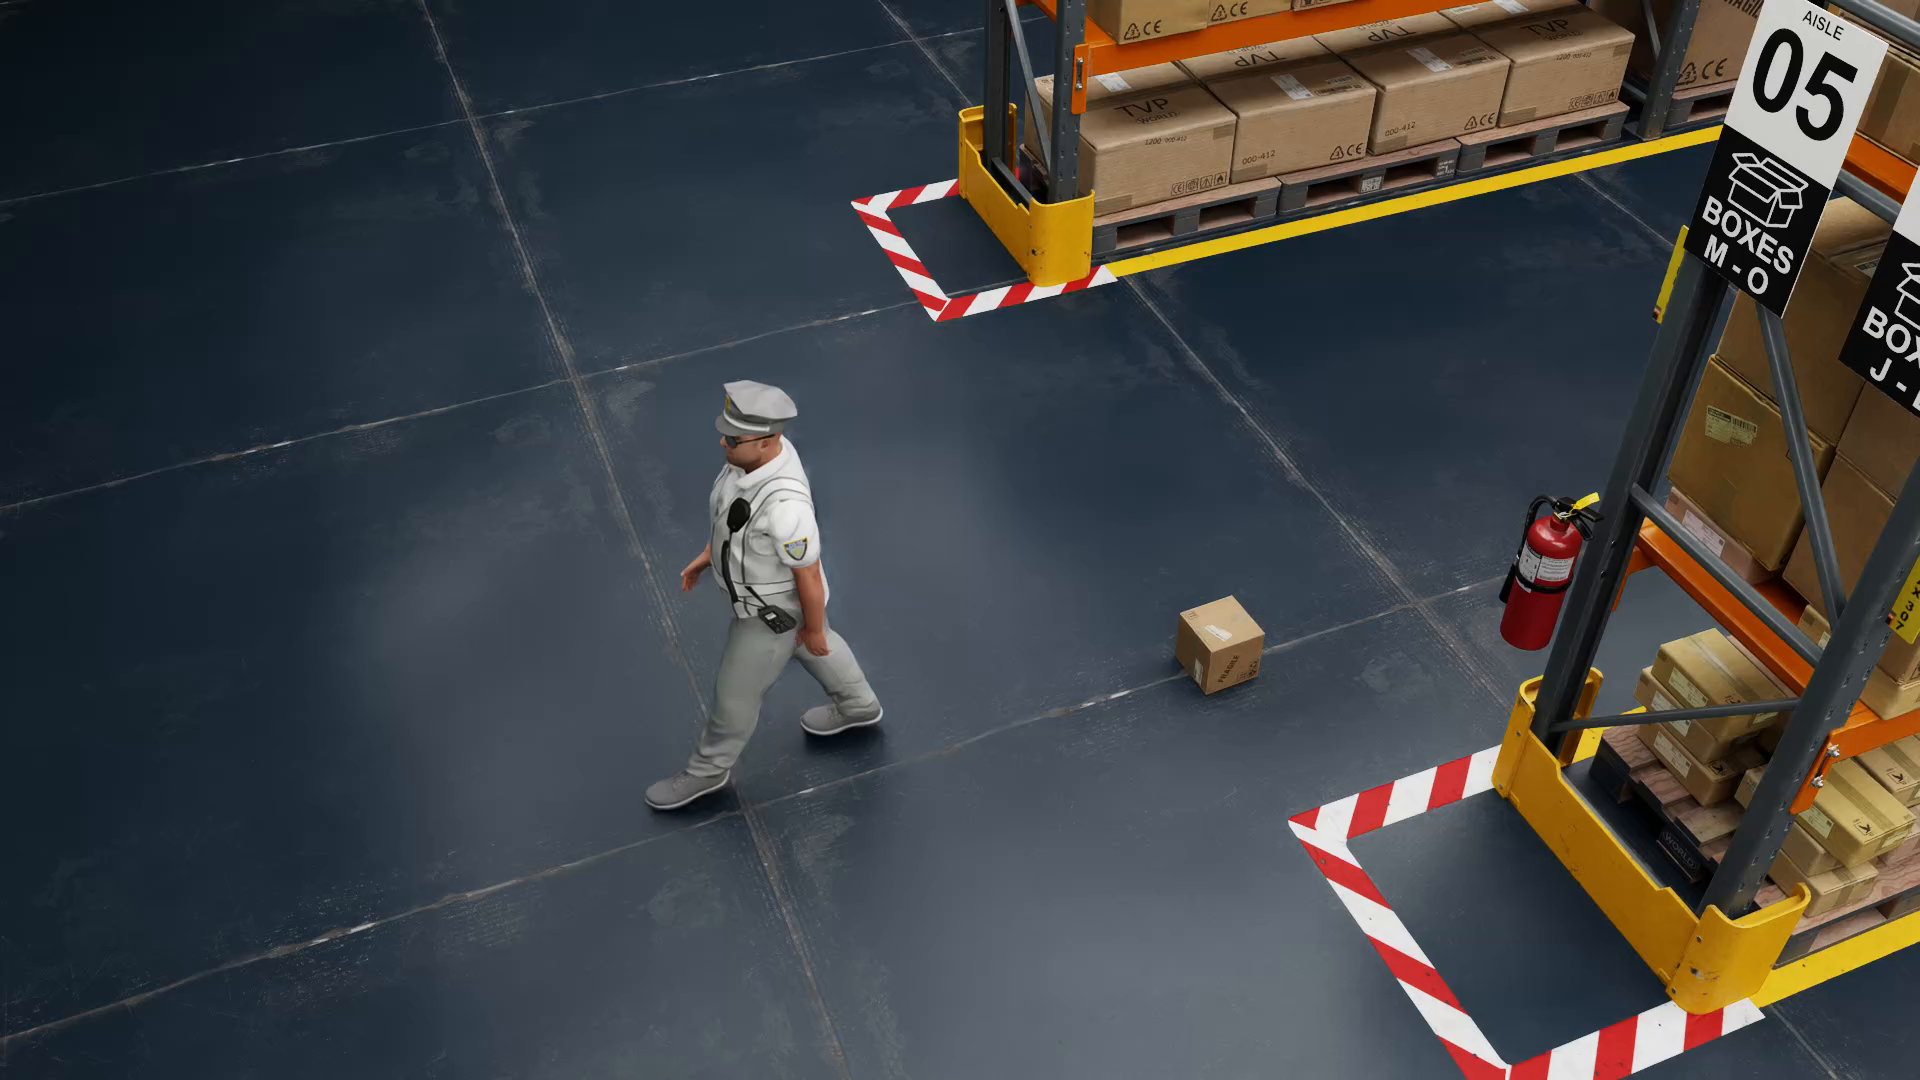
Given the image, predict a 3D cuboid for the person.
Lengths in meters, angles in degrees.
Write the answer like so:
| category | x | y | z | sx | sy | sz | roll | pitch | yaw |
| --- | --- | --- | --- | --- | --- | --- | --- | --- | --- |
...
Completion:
| category | x | y | z | sx | sy | sz | roll | pitch | yaw |
| --- | --- | --- | --- | --- | --- | --- | --- | --- | --- |
| person | -0.762 | 0.176 | 5.923 | 0.965 | 1.738 | 0.550 | -10 | 42 | -11 |
